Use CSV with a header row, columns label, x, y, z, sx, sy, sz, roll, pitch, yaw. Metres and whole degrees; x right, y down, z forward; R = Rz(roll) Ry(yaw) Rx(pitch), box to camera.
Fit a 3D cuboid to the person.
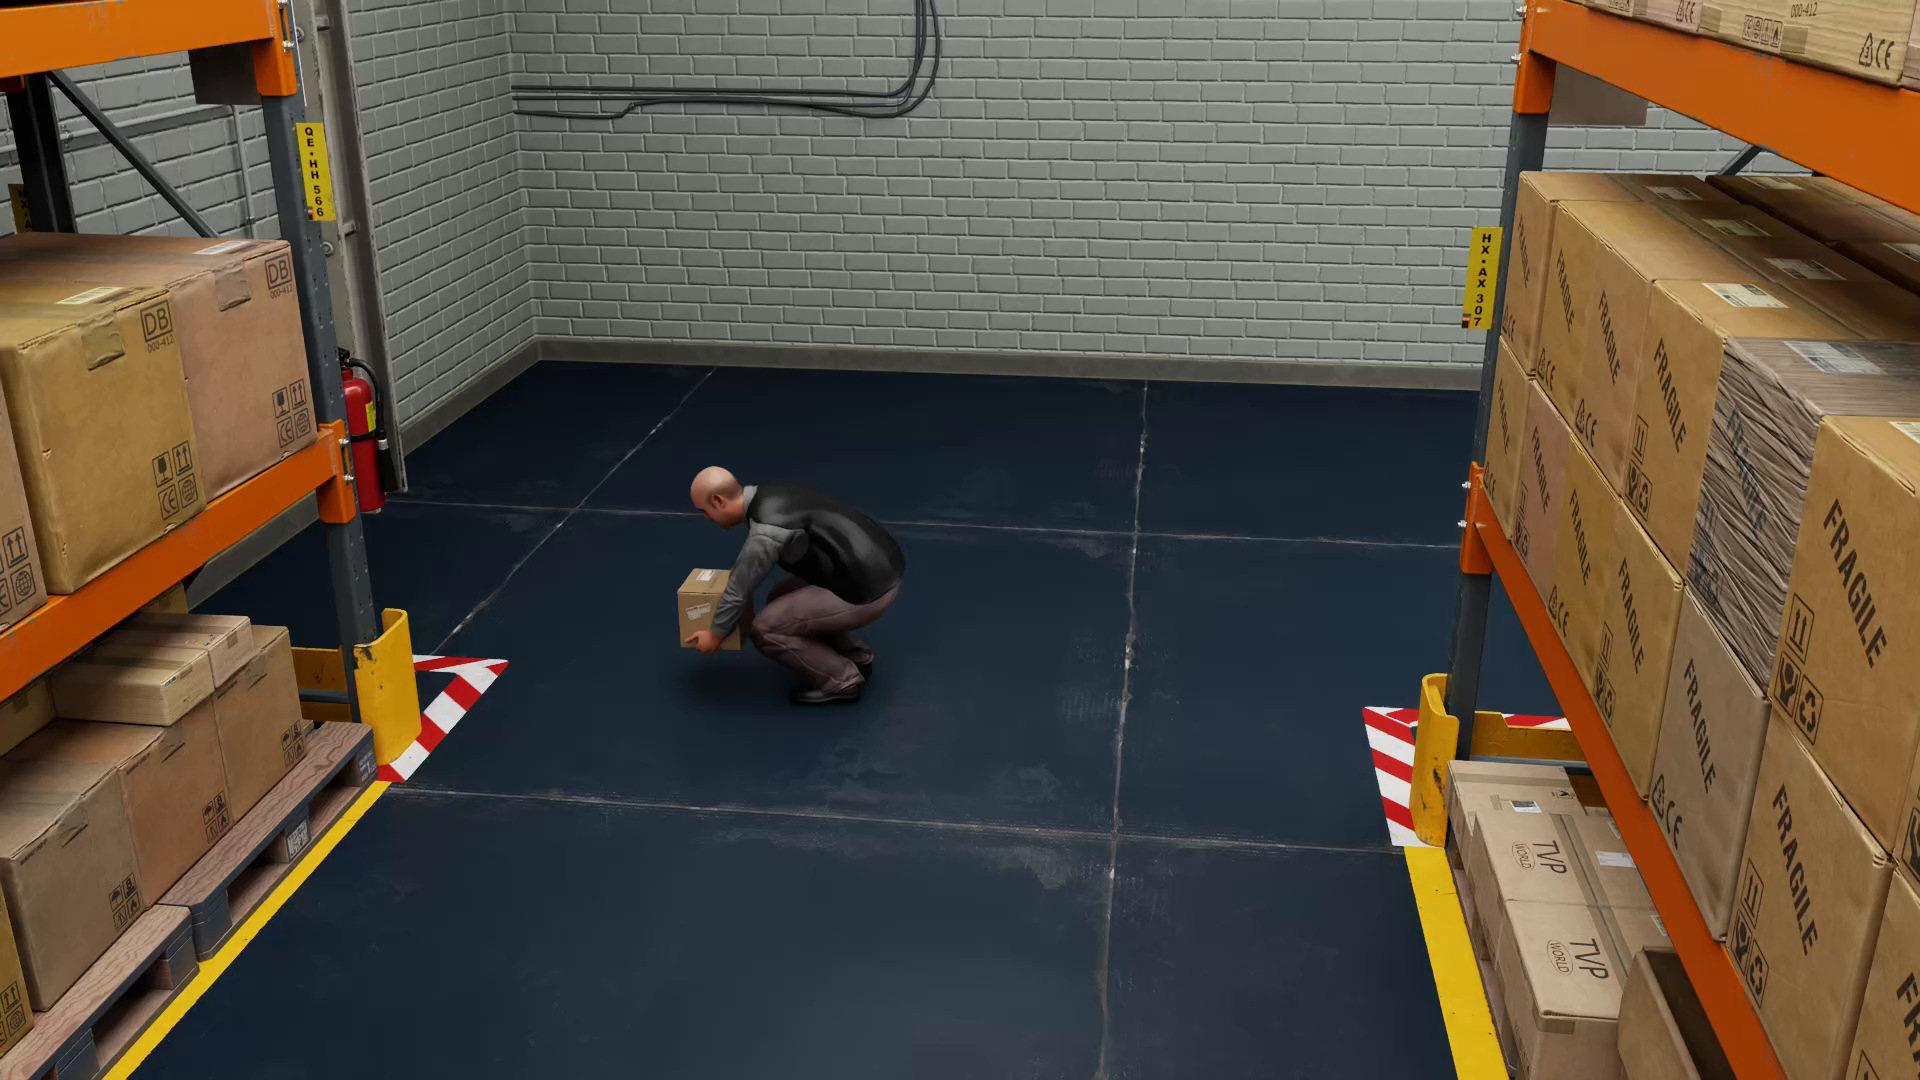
label,x,y,z,sx,sy,sz,roll,pitch,yaw
person,-0.670,0.159,6.772,0.883,0.969,0.516,2,21,5
